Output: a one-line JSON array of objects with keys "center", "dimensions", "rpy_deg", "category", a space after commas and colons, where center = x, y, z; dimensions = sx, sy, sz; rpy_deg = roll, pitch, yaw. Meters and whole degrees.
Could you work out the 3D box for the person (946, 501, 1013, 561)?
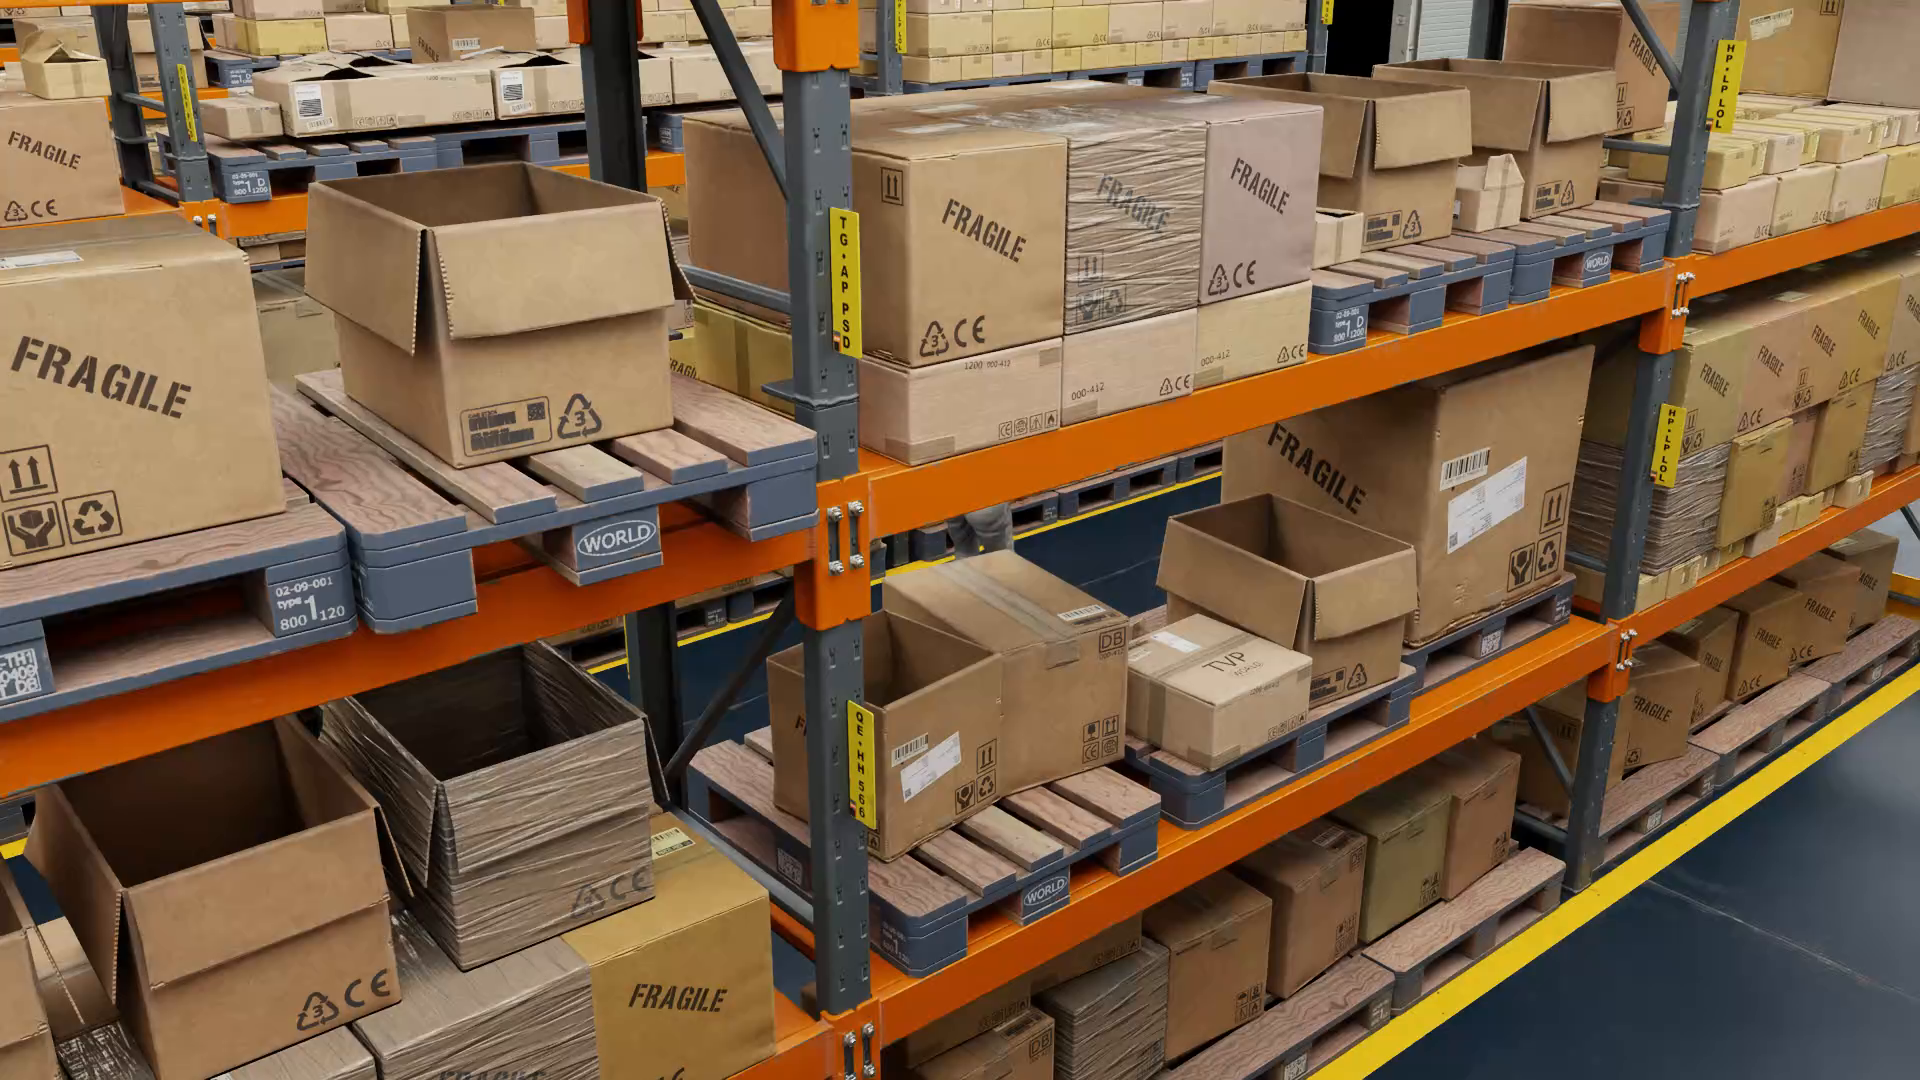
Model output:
[{"center": [0.136, -0.240, 9.714], "dimensions": [0.452, 1.653, 0.541], "rpy_deg": [17, 27, 37], "category": "person"}]
